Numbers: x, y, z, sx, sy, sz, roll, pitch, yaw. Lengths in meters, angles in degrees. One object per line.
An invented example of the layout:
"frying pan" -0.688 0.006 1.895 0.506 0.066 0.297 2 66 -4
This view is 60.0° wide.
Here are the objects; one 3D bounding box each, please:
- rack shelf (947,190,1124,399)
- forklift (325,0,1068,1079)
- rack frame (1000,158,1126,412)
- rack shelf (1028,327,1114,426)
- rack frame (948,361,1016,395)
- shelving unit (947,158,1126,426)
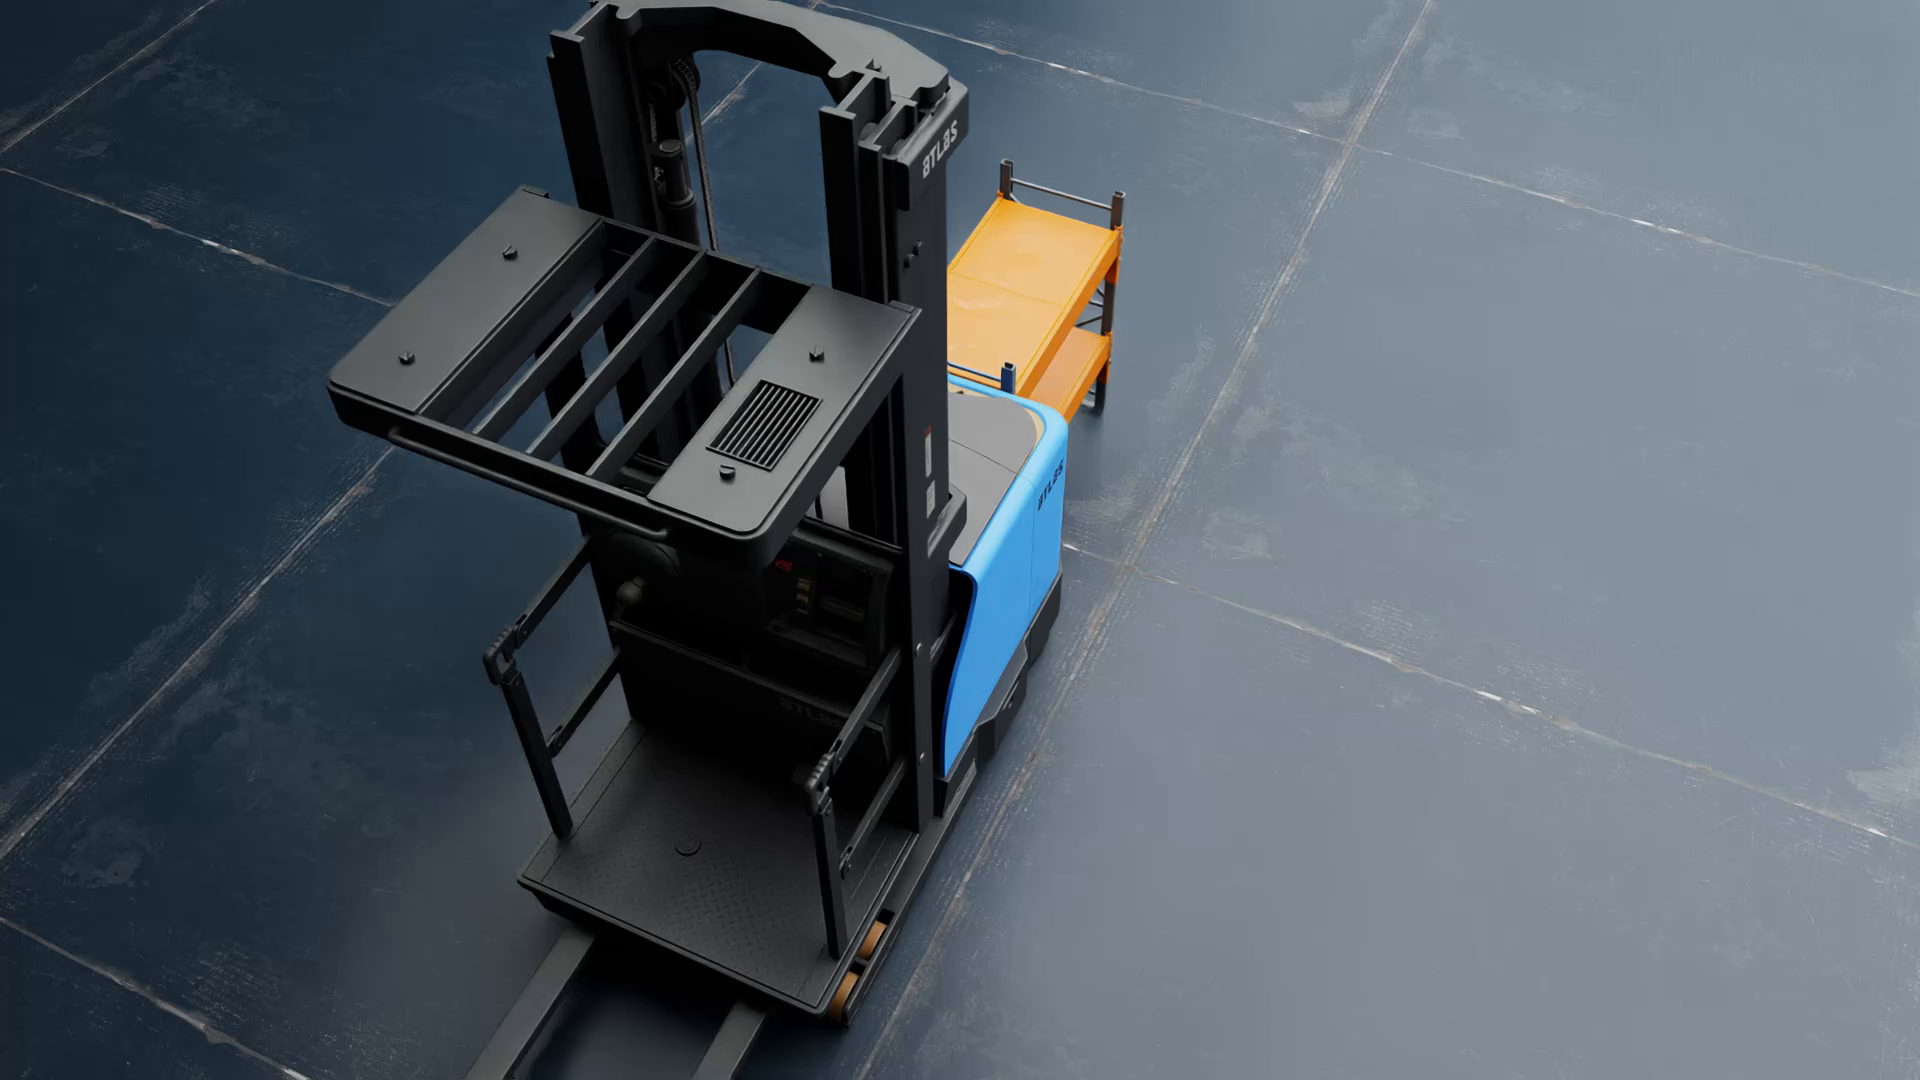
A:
"rack shelf" 0.171 -0.835 6.153 0.538 0.278 1.000 19 52 16
"forklift" -0.704 0.184 4.484 1.130 2.935 3.031 19 52 16
"rack frame" 0.385 -0.996 6.674 0.500 1.125 0.032 19 52 16
"rack shelf" 0.171 -0.487 6.562 0.538 0.278 1.000 19 52 16
"rack frame" -0.043 -0.294 6.077 0.500 1.125 0.032 19 52 16
"shelving unit" 0.171 -0.645 6.376 0.538 1.125 1.048 19 52 16
